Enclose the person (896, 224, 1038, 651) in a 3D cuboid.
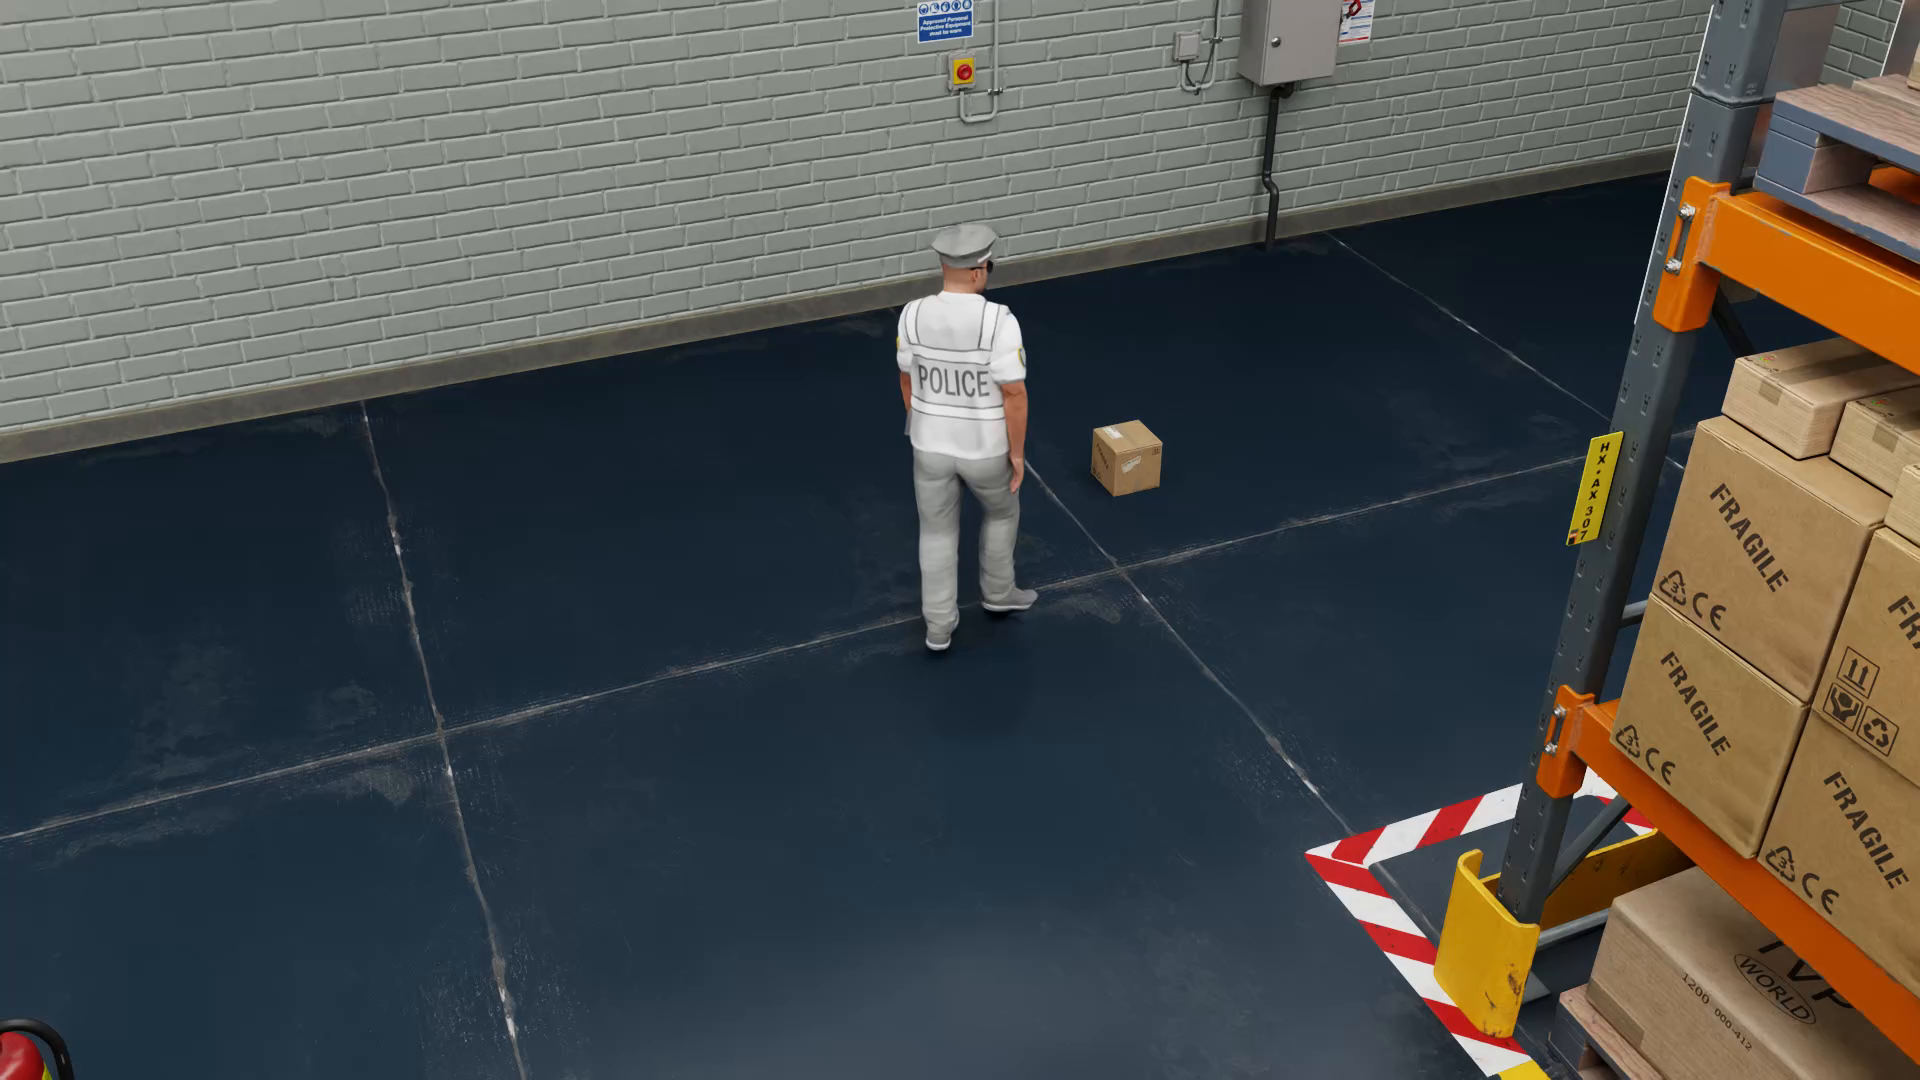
[{"bbox_3d":[0.020,-0.362,6.725,0.573,1.796,0.597,6,34,10],"label":"person"}]
